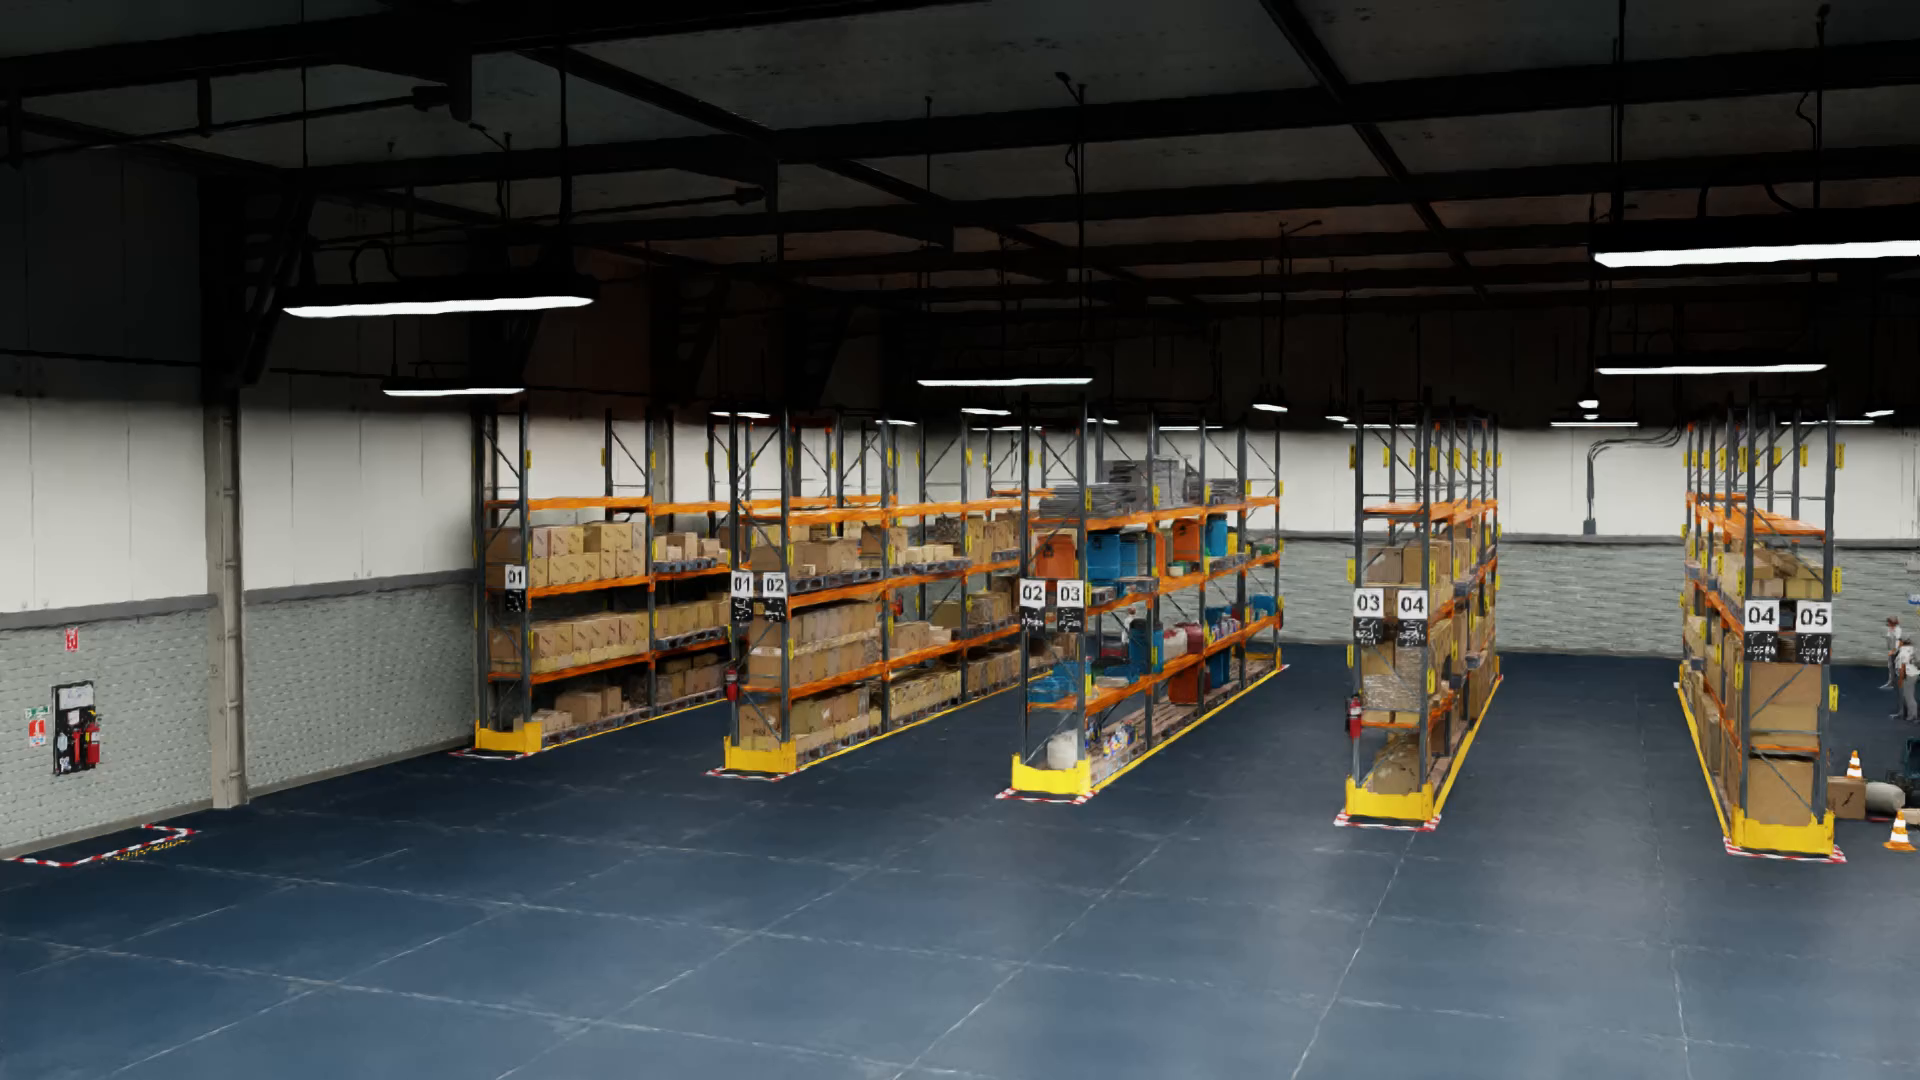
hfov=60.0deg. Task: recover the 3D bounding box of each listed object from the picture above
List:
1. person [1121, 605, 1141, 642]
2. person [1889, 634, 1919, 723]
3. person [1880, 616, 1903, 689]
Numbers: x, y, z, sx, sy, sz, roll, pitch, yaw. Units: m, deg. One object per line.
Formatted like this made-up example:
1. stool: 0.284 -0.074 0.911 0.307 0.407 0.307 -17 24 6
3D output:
1. person: 3.757 2.319 36.560 0.648 1.772 0.699 2 4 40
2. person: 17.970 2.621 31.644 0.538 1.661 0.591 2 4 40
3. person: 20.409 2.451 36.196 0.639 1.587 0.443 0 3 -5
